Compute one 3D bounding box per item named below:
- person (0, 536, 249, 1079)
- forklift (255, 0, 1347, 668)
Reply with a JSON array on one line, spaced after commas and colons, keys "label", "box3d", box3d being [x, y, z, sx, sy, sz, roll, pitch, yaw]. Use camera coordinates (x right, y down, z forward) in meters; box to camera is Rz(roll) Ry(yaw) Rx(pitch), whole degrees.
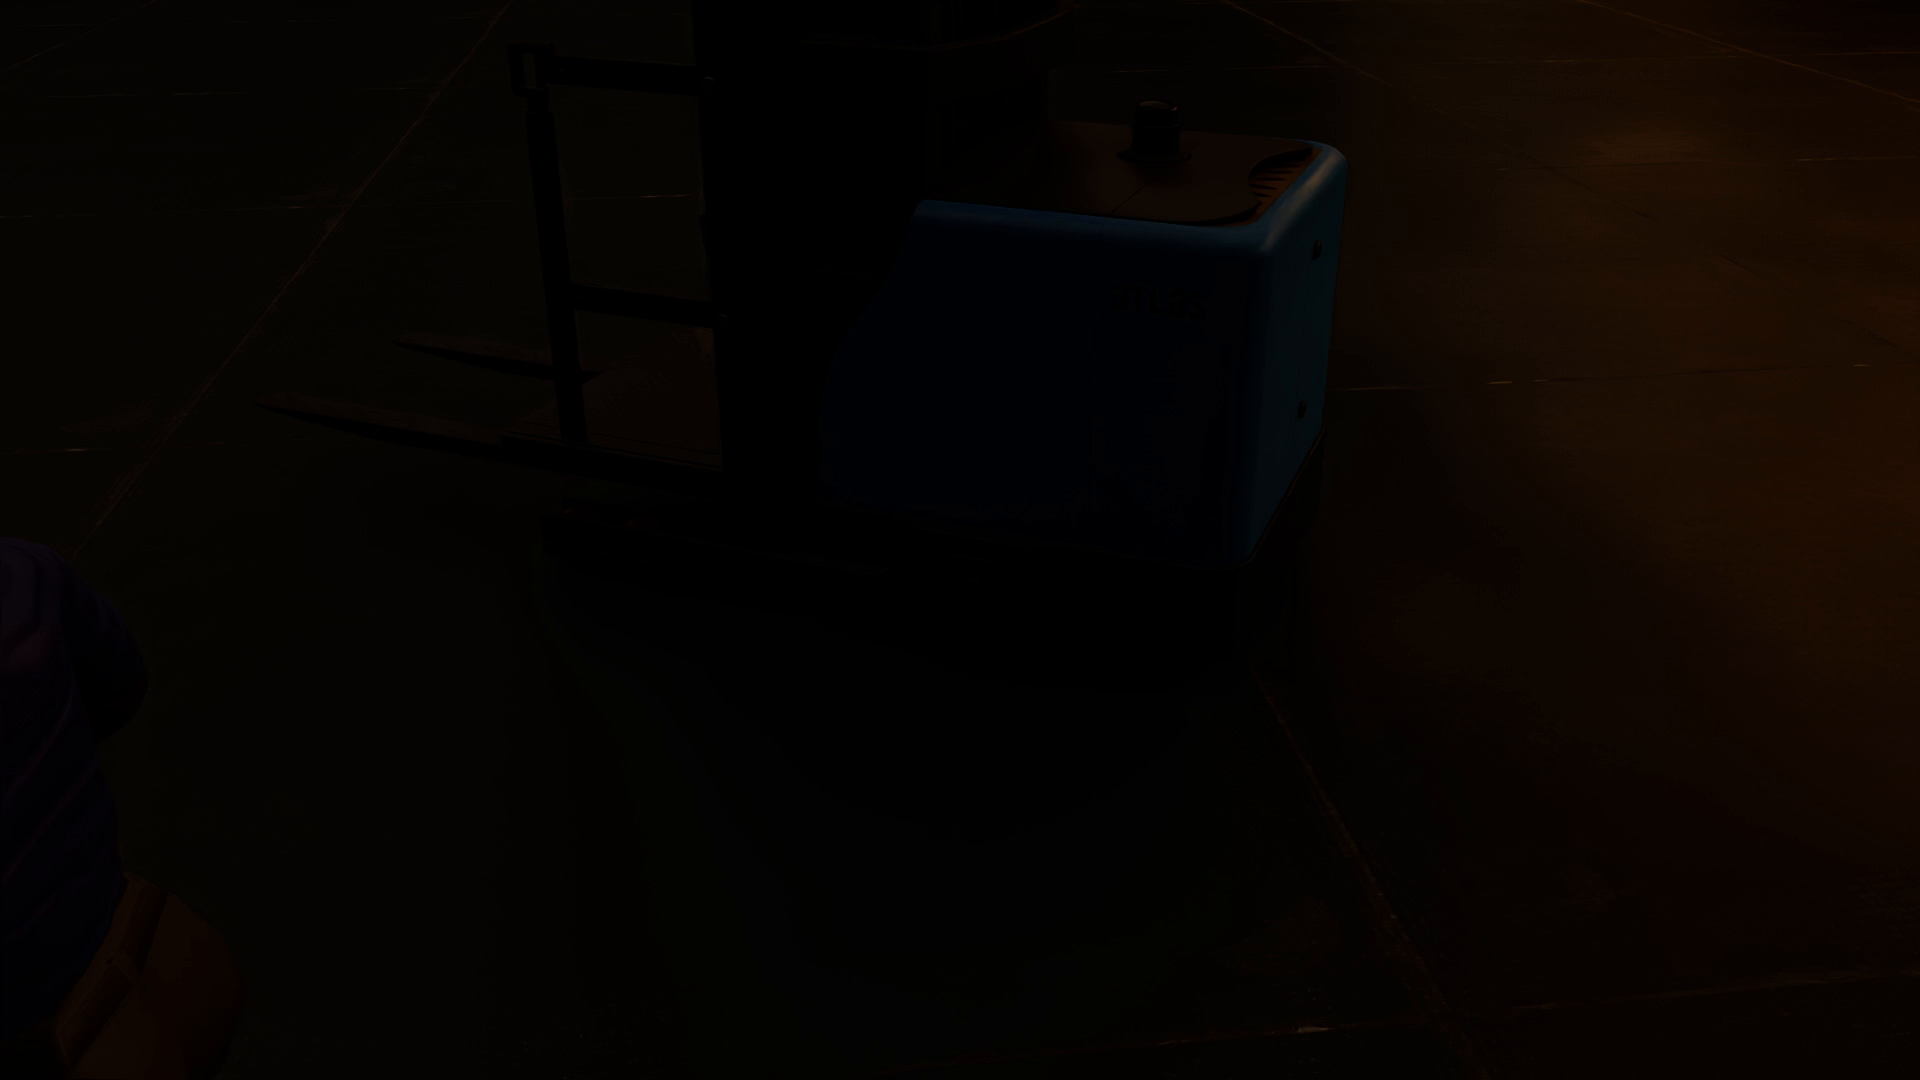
[{"label": "person", "box3d": [-1.046, 0.572, 1.637, 0.587, 1.614, 0.692, -1, 26, -1]}, {"label": "forklift", "box3d": [-0.572, -1.416, 4.169, 3.031, 2.935, 1.130, 10, 27, 20]}]
